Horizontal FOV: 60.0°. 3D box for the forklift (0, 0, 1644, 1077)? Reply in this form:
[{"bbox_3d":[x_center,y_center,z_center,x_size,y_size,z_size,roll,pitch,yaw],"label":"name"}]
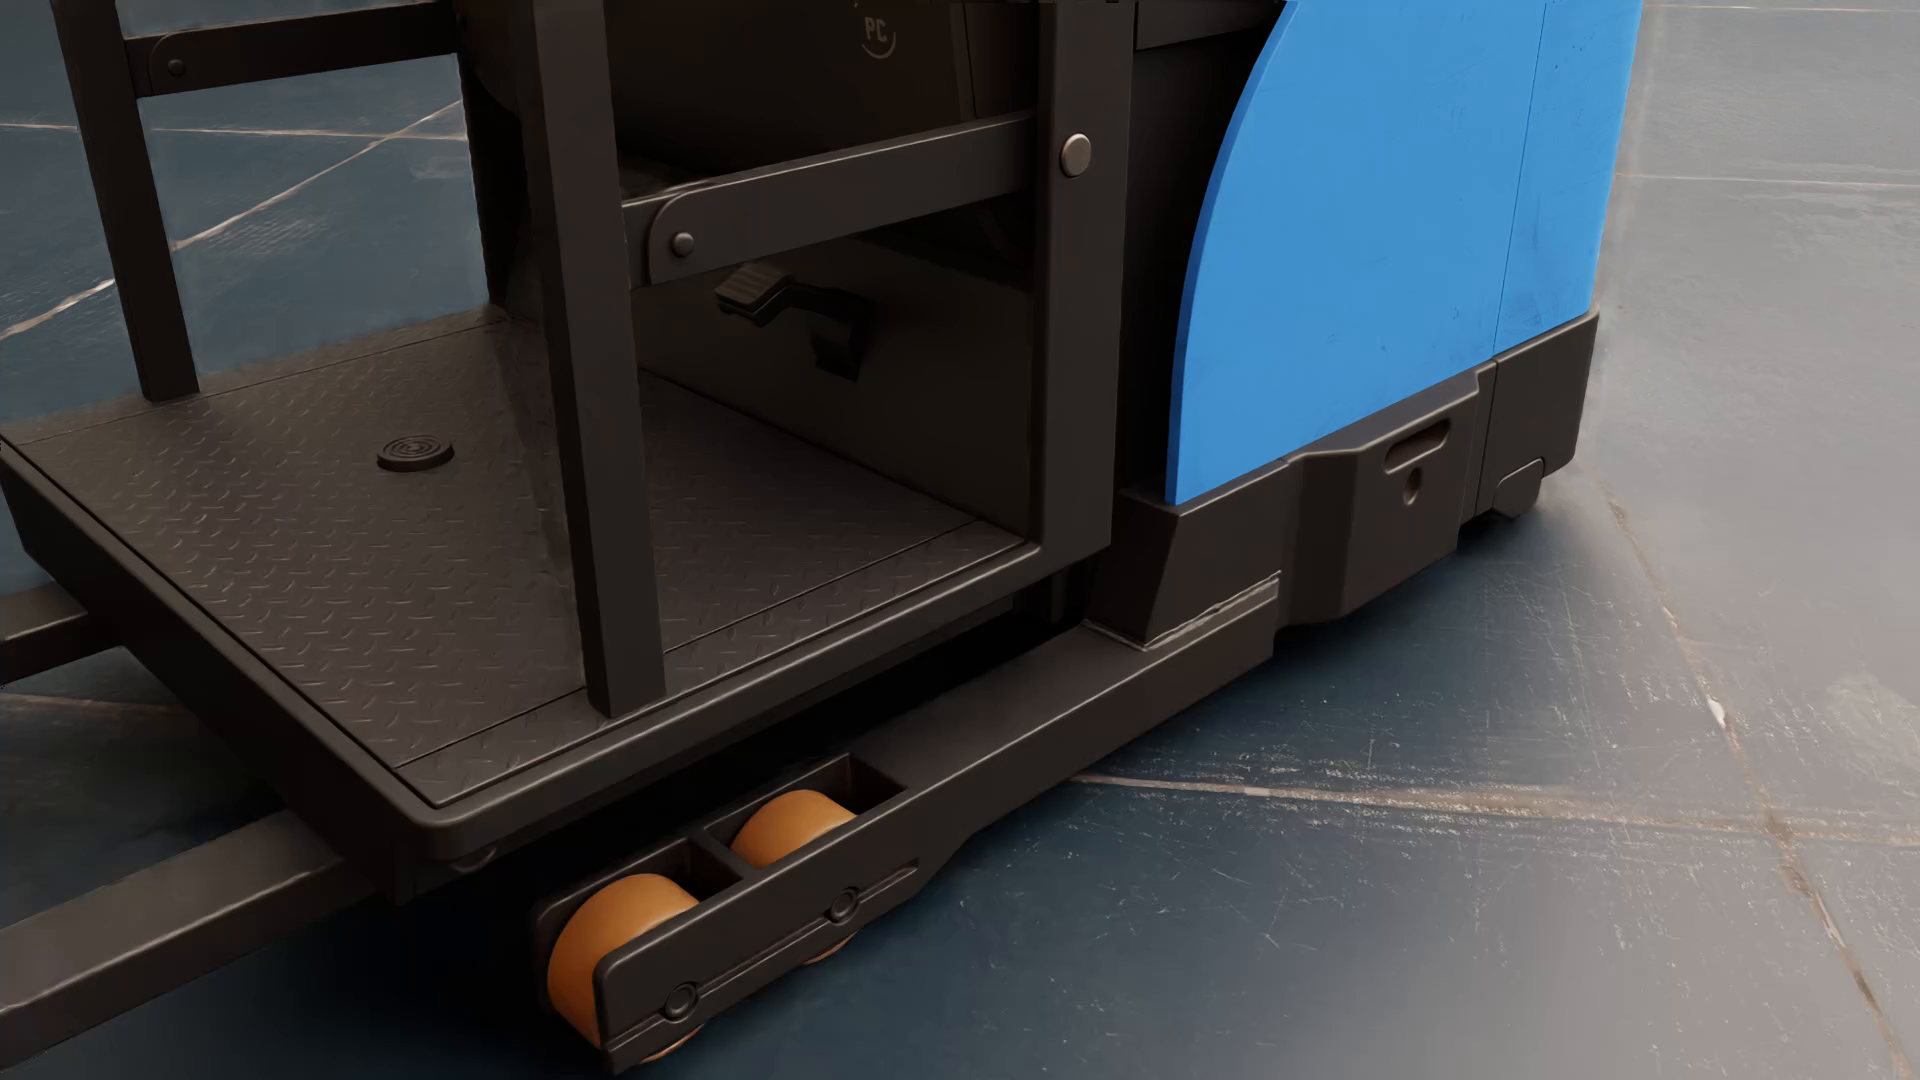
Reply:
[{"bbox_3d":[-0.439,-1.092,1.406,3.031,2.935,1.130,-23,35,-39],"label":"forklift"}]
